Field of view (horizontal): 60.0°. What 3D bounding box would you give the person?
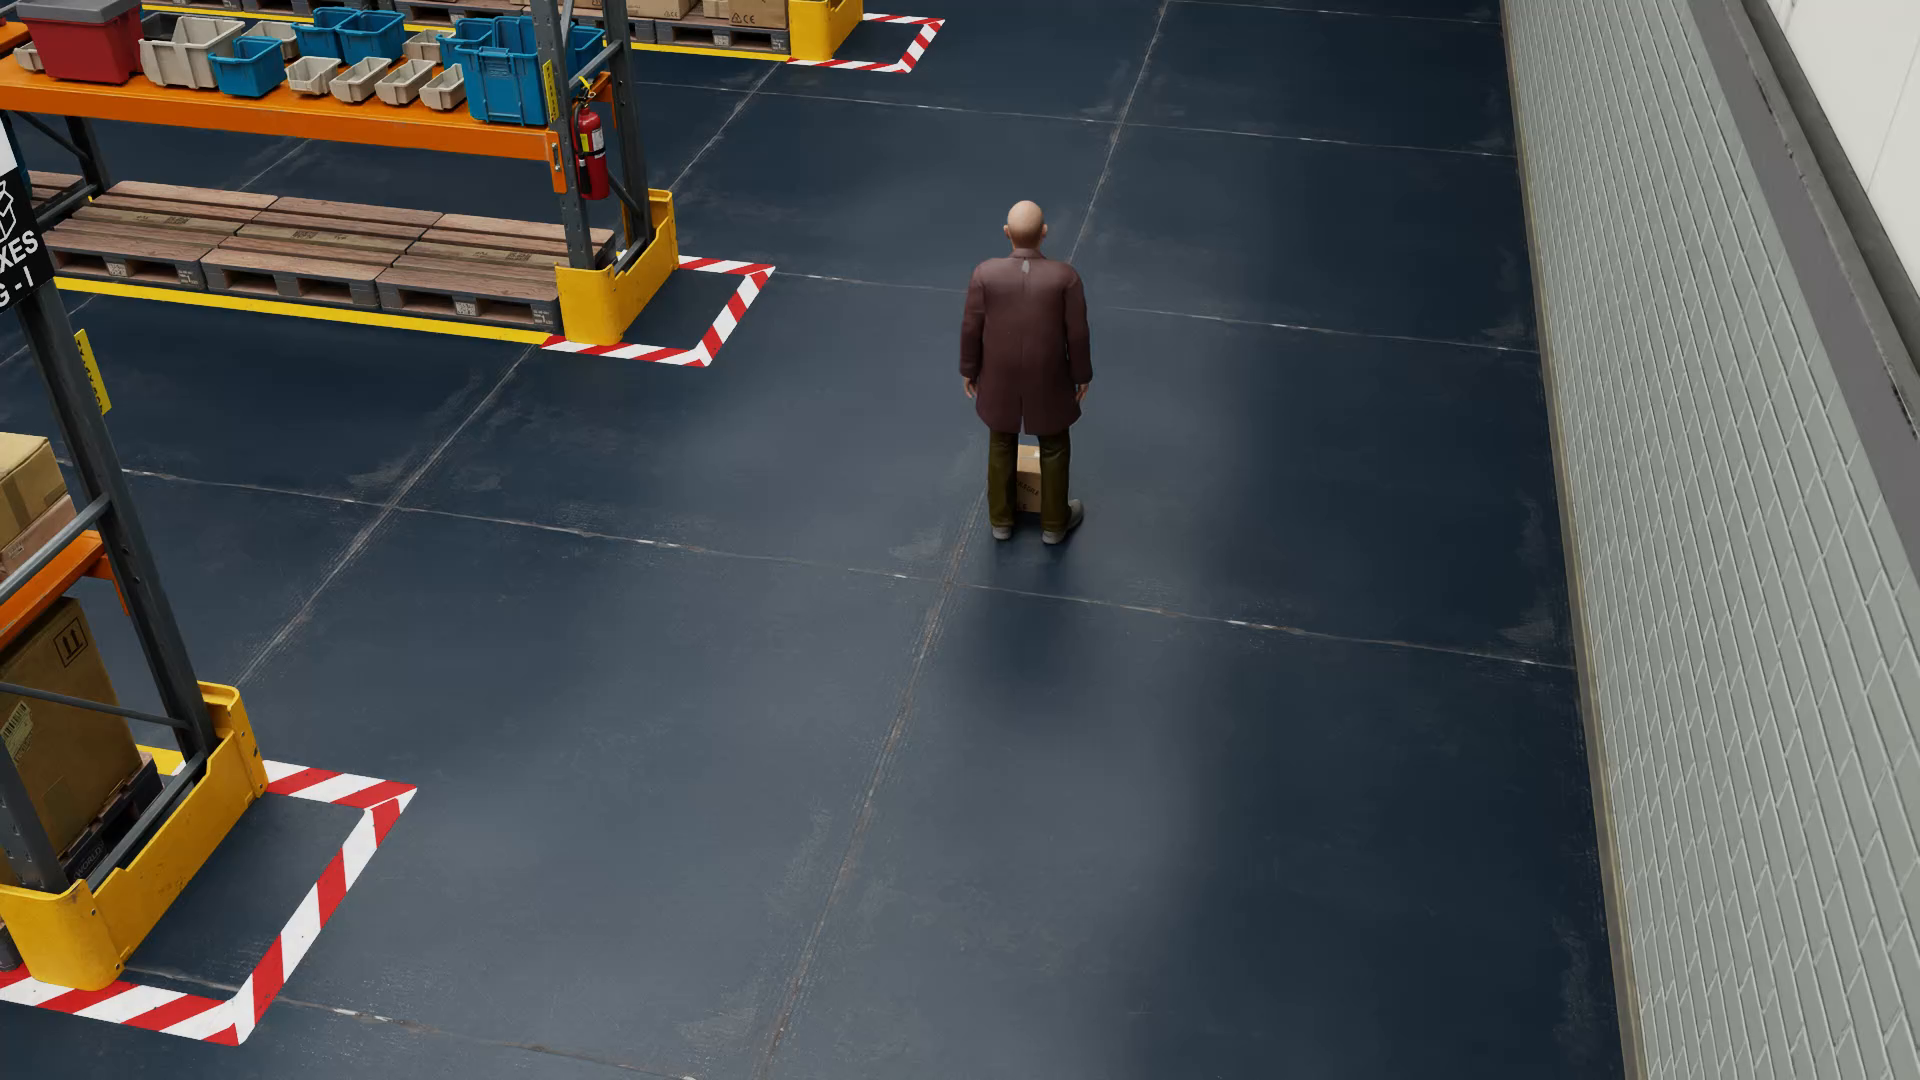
[{"bbox_3d":[0.335,-0.794,8.068,0.642,1.774,0.423,8,37,10],"label":"person"}]
